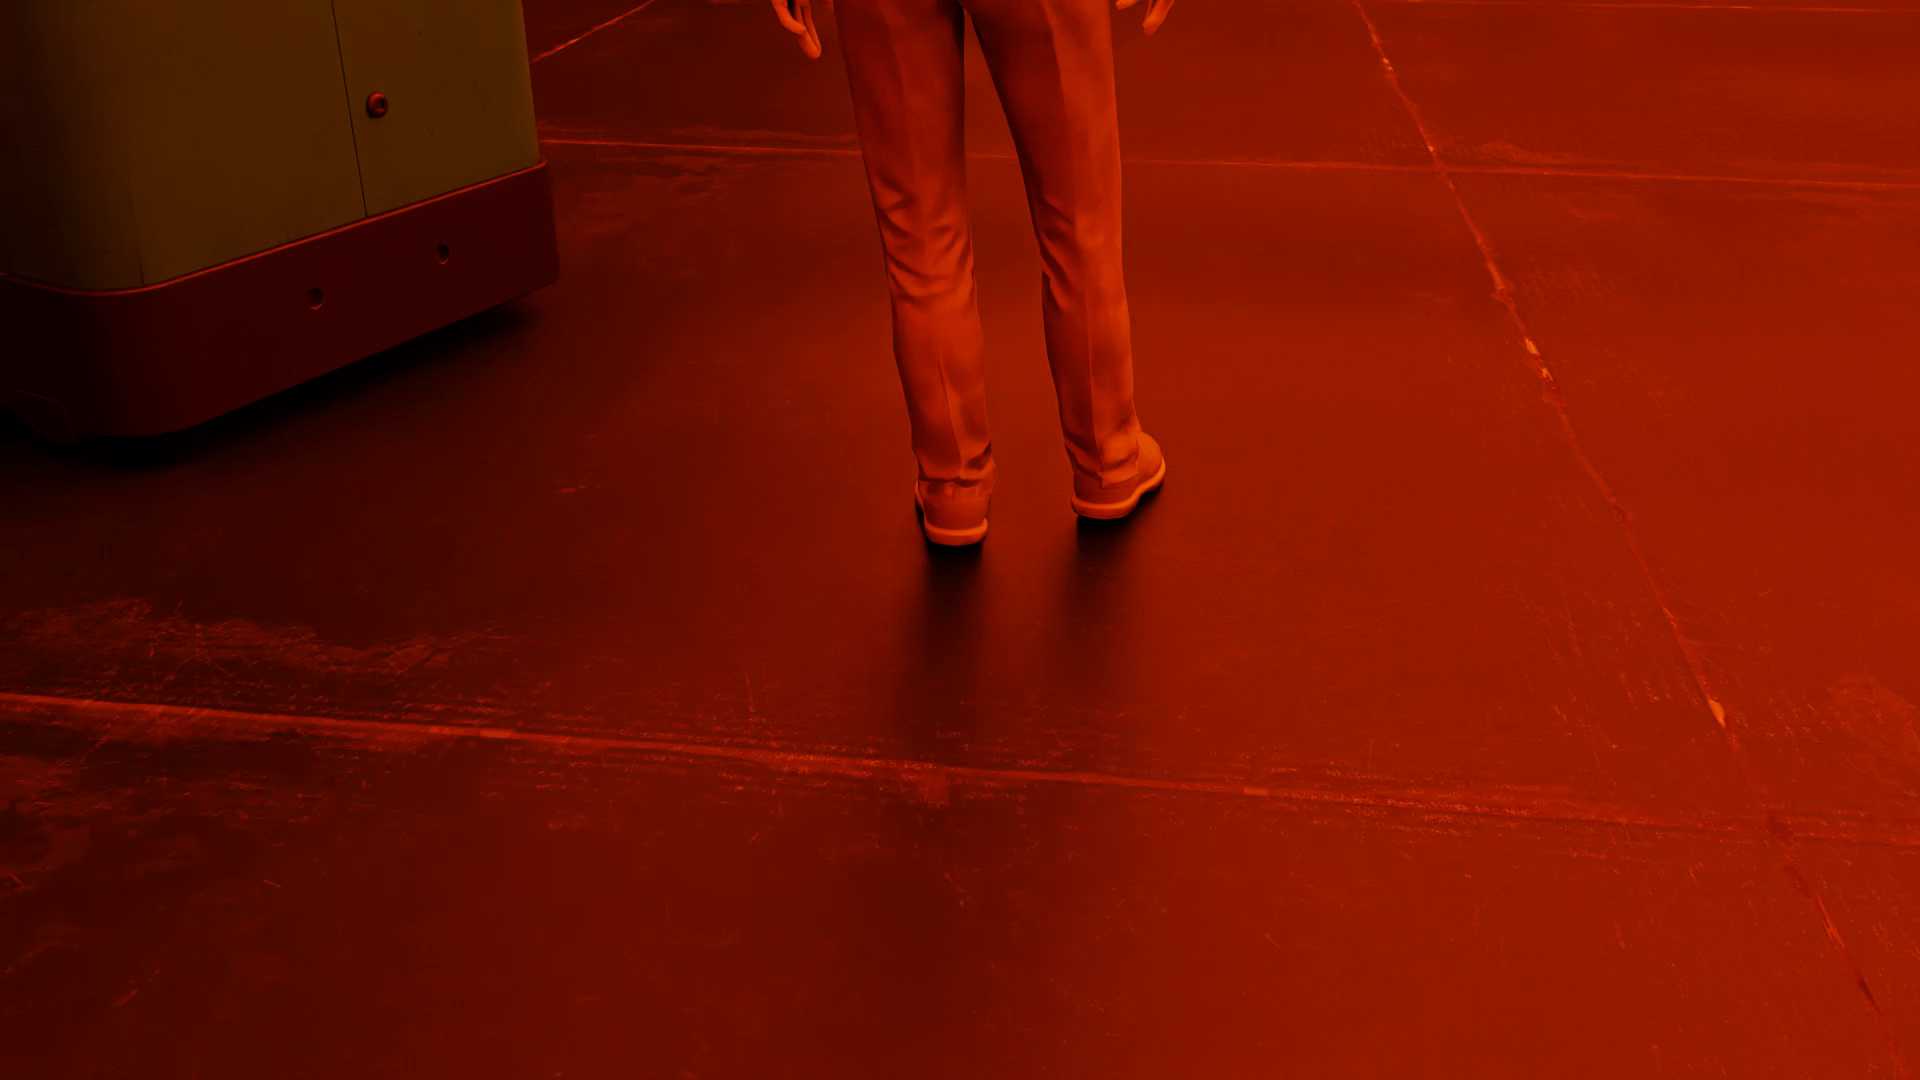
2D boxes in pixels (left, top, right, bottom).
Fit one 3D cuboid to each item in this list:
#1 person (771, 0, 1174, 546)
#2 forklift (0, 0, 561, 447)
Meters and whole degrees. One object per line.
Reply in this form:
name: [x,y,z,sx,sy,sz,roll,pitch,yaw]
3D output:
person: [0.016,-0.795,2.178,0.586,1.694,0.532,3,27,7]
forklift: [-2.363,-1.927,3.079,3.031,2.935,1.130,14,30,26]
